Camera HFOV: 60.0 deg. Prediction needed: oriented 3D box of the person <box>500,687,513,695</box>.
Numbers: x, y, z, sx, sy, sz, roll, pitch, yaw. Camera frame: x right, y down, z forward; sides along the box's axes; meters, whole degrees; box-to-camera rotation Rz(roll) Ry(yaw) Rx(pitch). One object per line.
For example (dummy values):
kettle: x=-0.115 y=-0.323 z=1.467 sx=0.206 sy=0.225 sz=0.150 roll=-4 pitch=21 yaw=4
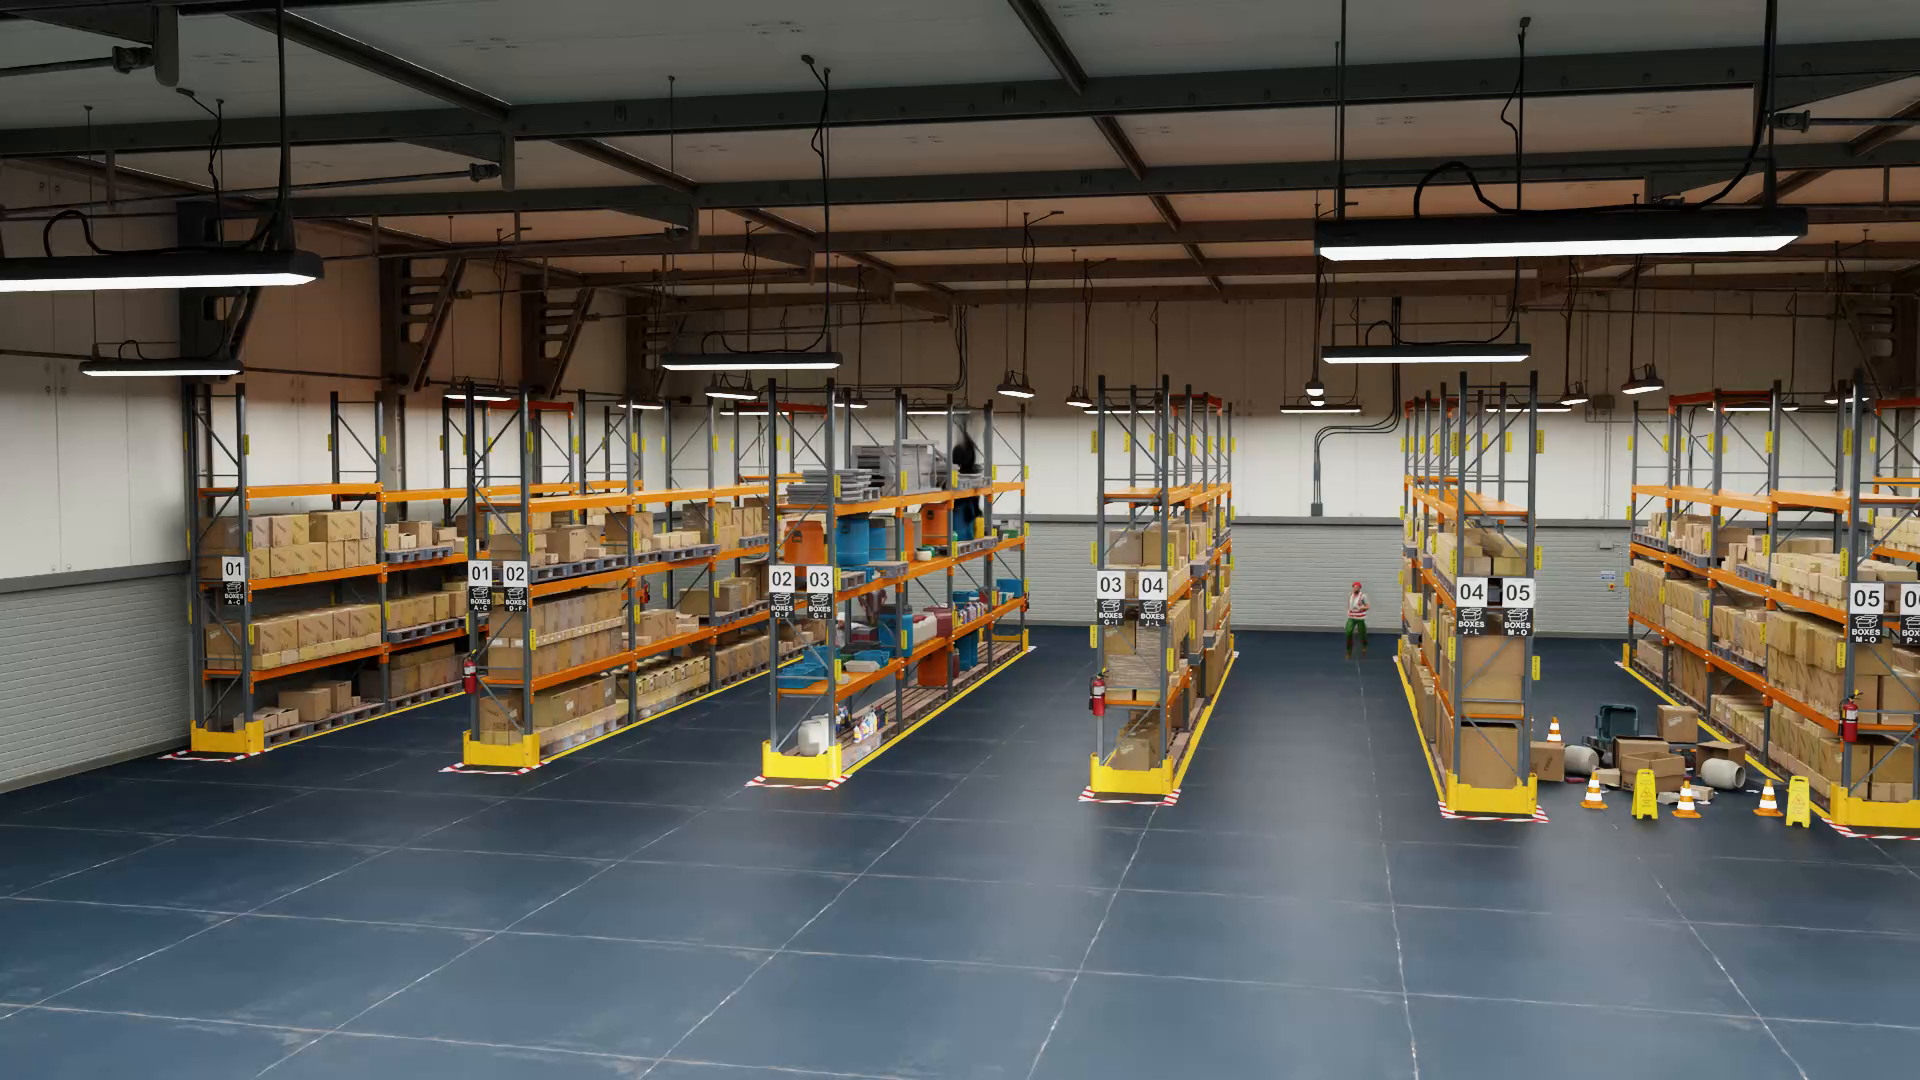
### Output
person: x=-7.990 y=2.543 z=29.431 sx=0.527 sy=1.564 sz=0.868 roll=1 pitch=3 yaw=13

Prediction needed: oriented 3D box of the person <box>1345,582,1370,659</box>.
person: x=9.392 y=1.892 z=39.139 sx=0.623 sy=1.849 sz=0.982 roll=2 pitch=4 yaw=36

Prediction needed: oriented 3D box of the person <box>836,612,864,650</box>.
person: x=-2.204 y=2.274 z=33.489 sx=0.699 sy=1.731 sz=1.025 roll=1 pitch=4 yaw=23

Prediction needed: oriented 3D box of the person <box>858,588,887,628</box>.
person: x=-2.136 y=1.766 z=41.313 sx=0.708 sy=1.748 sz=0.724 roll=-1 pitch=3 yaw=-20
